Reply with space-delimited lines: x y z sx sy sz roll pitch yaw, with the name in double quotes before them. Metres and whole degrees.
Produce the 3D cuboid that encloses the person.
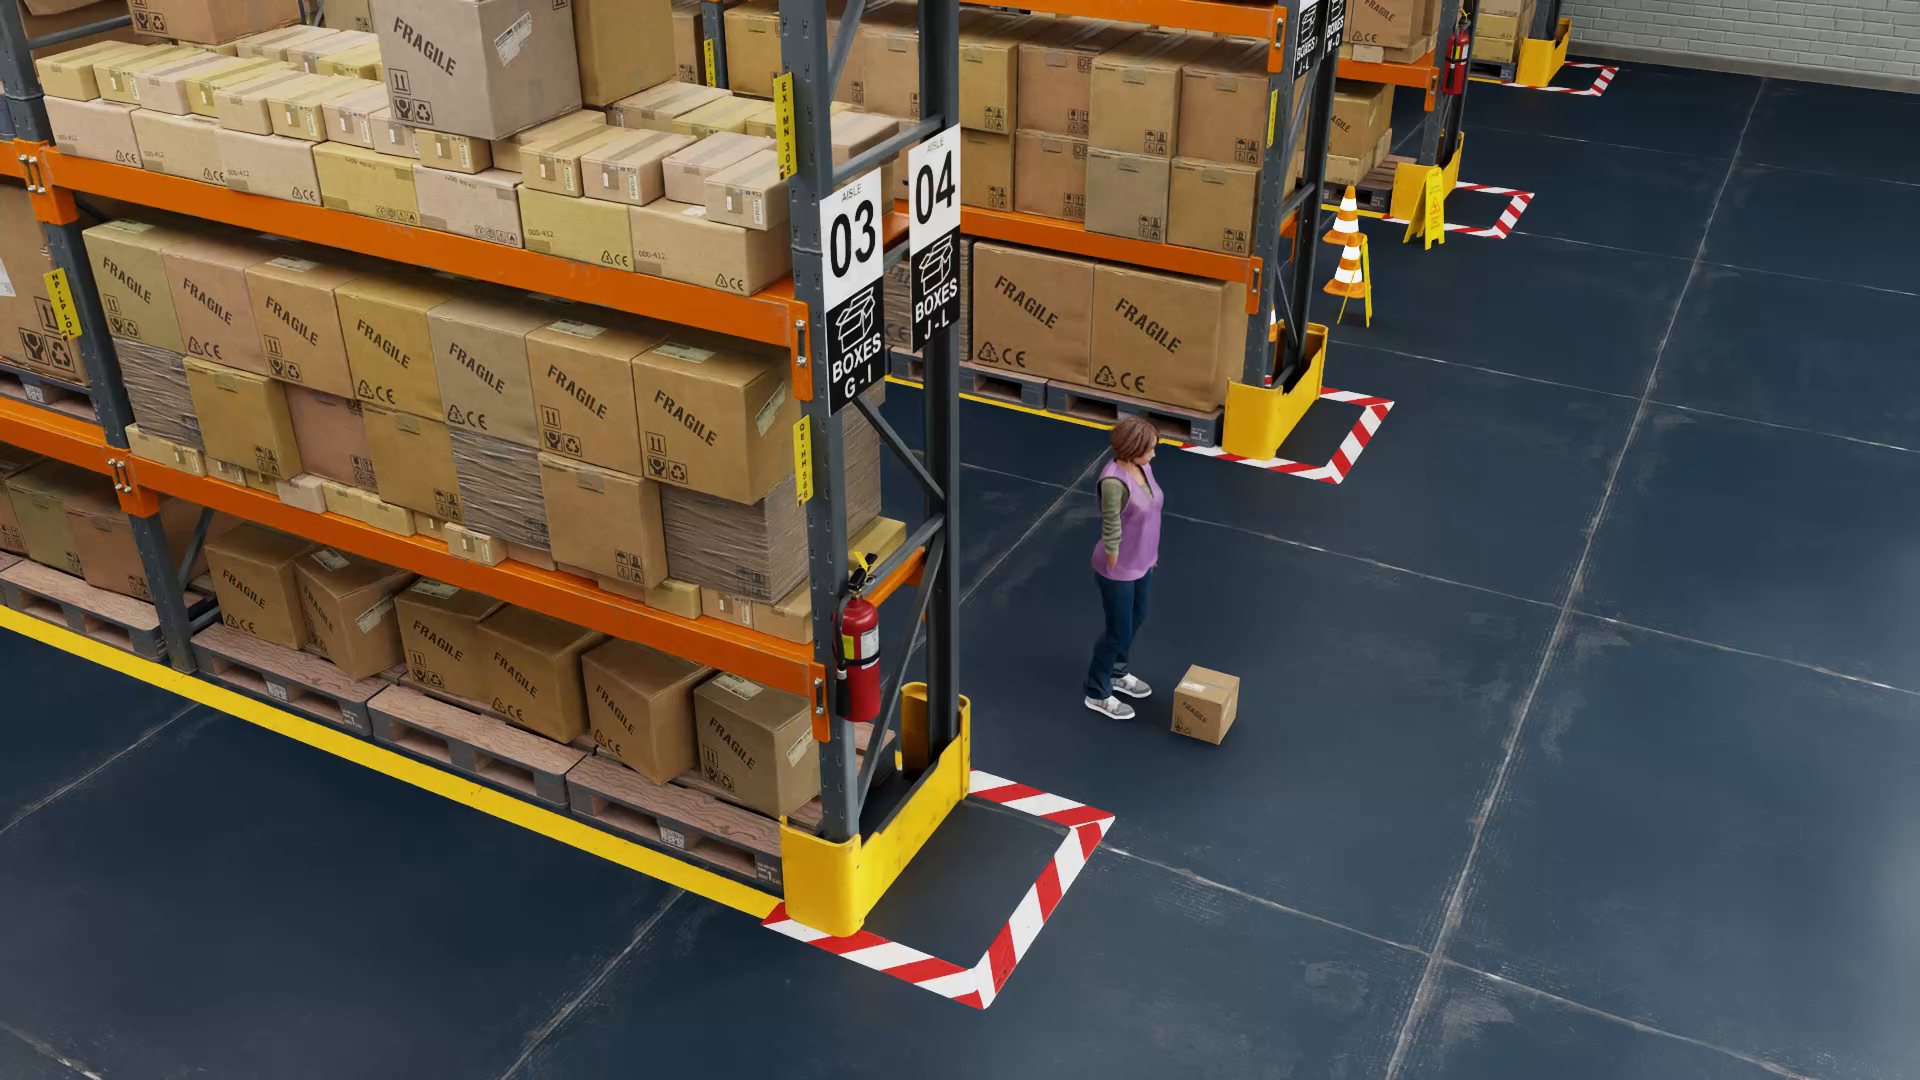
"person" 0.808 0.123 8.094 0.299 1.589 0.407 15 34 24
